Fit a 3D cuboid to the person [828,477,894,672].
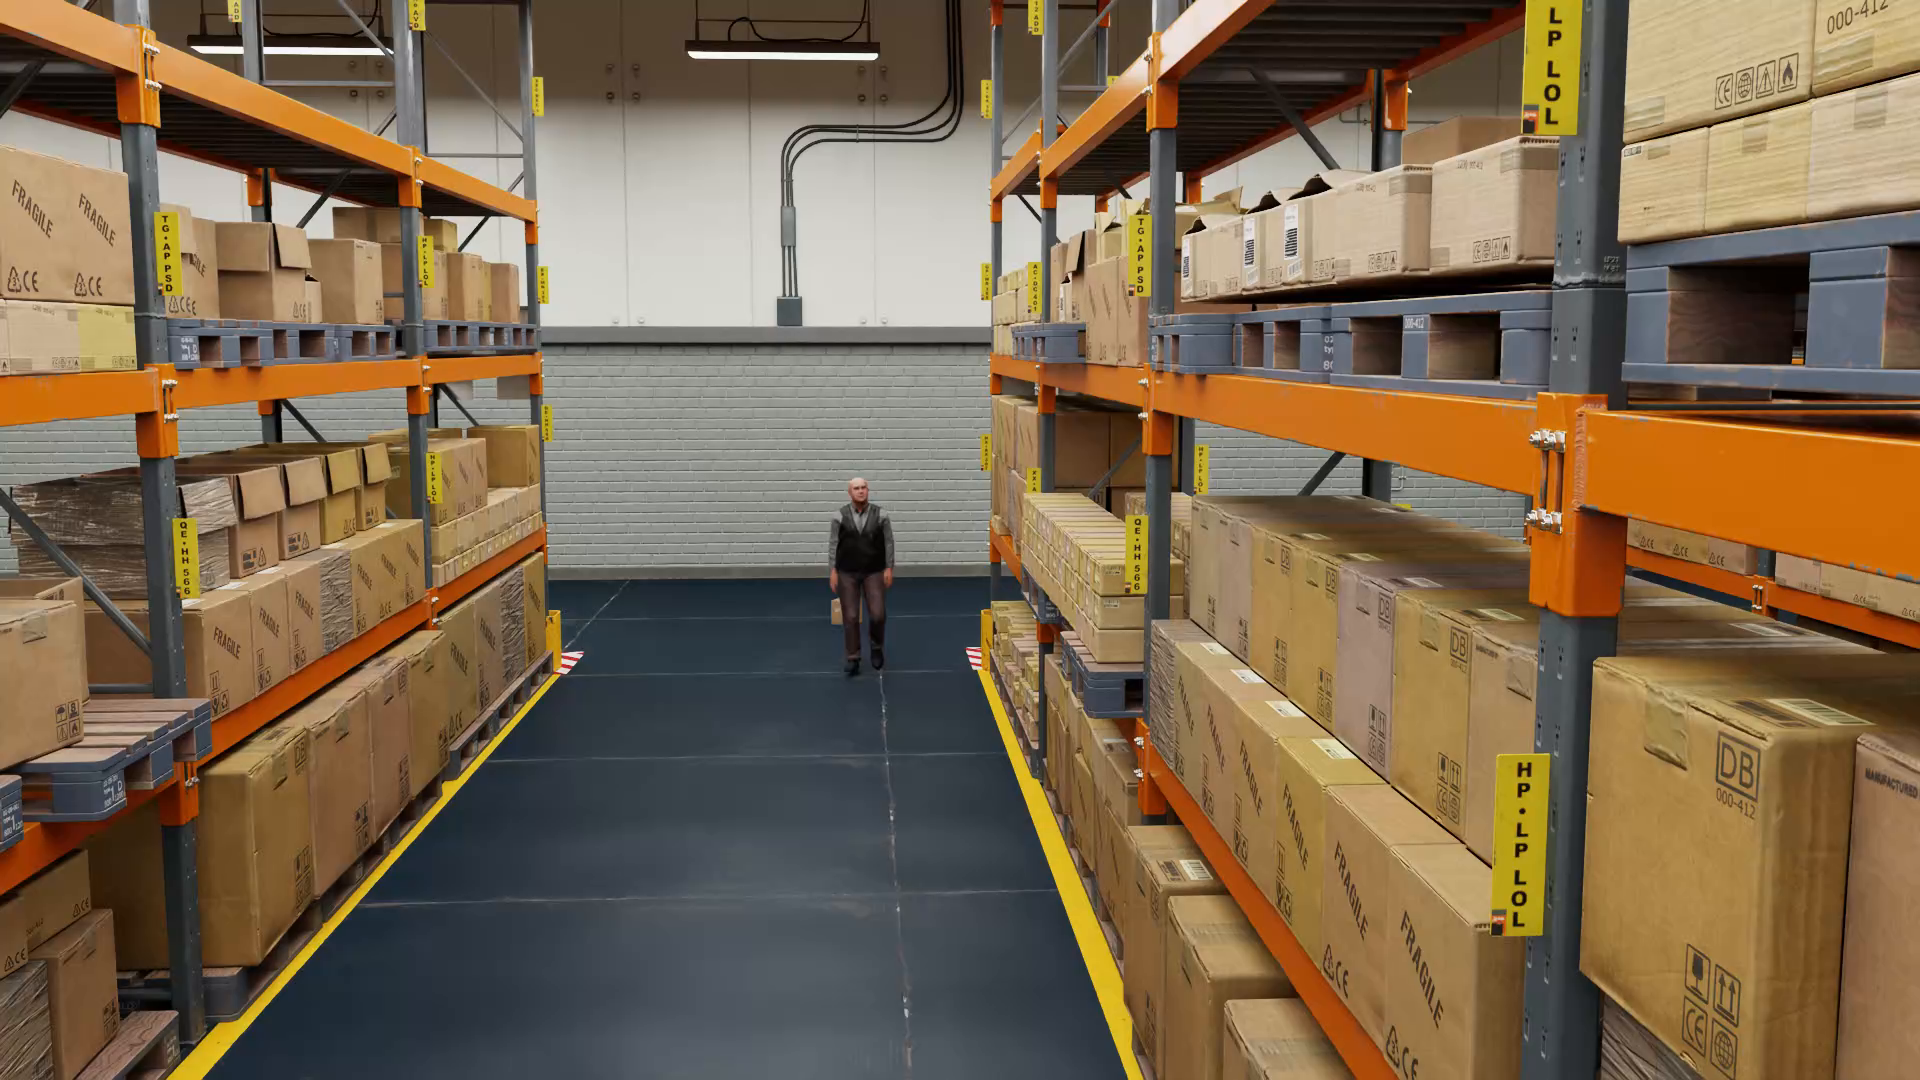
[{"bbox_3d":[-0.867,0.306,14.608,0.576,1.720,0.469,0,7,-3],"label":"person"}]
